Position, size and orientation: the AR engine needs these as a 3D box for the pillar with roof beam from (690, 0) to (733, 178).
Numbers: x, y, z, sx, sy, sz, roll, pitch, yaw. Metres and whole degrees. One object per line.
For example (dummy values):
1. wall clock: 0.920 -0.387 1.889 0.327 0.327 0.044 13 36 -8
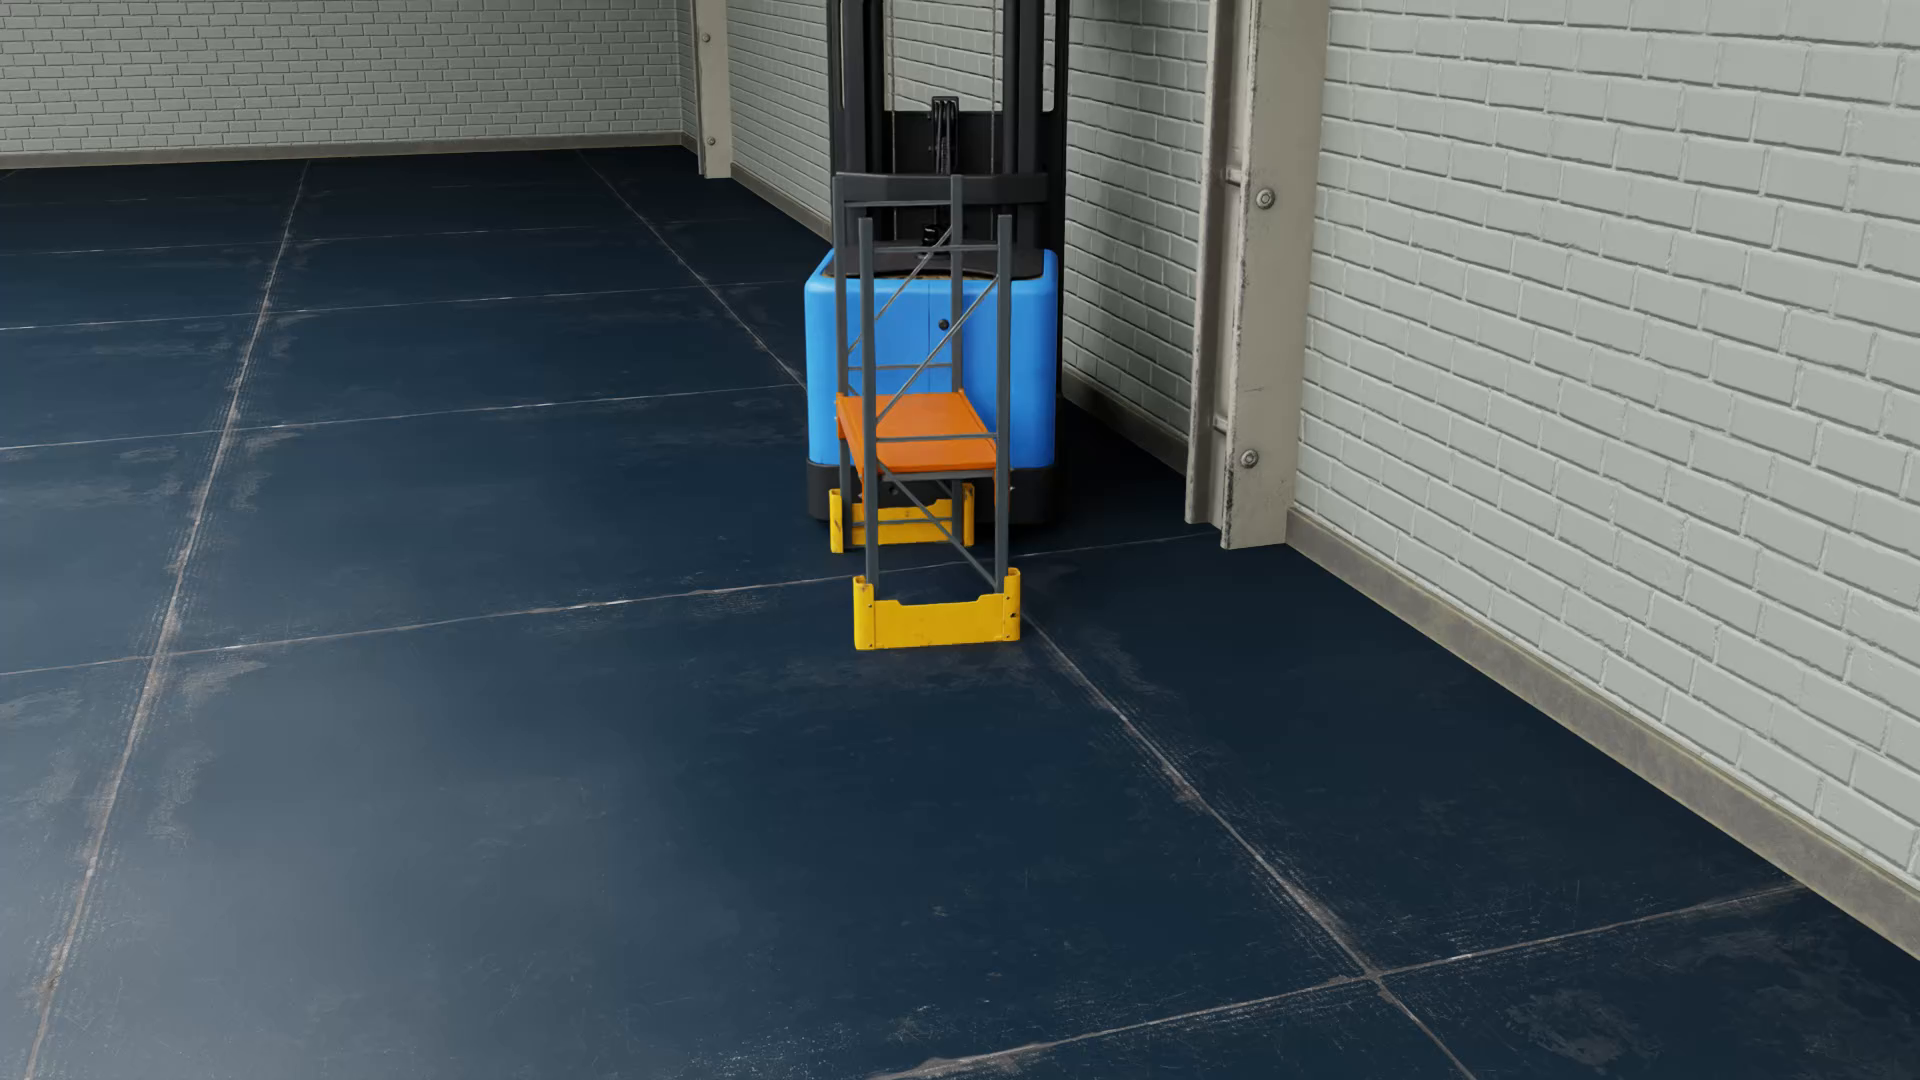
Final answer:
1. pillar with roof beam: -6.686 -7.669 14.955 9.100 9.000 0.400 -6 21 -17

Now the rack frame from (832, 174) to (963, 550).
1. rack frame: -0.238 -0.684 6.601 0.500 1.500 0.032 -3 20 -8

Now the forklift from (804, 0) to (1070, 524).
1. forklift: -0.039 -1.895 7.856 1.130 2.935 3.031 1 20 3

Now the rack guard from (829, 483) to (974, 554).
1. rack guard: -0.235 -0.089 6.794 0.587 0.250 0.087 -3 20 -8

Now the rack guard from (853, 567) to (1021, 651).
1. rack guard: -0.079 0.244 5.869 0.587 0.250 0.087 -3 20 -8

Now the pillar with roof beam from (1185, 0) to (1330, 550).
1. pillar with roof beam: -2.914 -3.818 4.234 9.100 9.000 0.400 -6 21 -17

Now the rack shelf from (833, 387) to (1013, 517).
1. rack shelf: -0.158 -0.345 6.190 0.538 0.185 1.000 -3 20 -8

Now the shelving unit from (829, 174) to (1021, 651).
1. shelving unit: -0.157 -0.511 6.120 0.587 1.500 1.083 -3 20 -8

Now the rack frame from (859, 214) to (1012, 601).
1. rack frame: -0.079 -0.344 5.656 0.500 1.500 0.032 -3 20 -8

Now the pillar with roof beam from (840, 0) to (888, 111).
1. pillar with roof beam: -4.800 -5.743 9.594 9.100 9.000 0.400 -6 21 -17
